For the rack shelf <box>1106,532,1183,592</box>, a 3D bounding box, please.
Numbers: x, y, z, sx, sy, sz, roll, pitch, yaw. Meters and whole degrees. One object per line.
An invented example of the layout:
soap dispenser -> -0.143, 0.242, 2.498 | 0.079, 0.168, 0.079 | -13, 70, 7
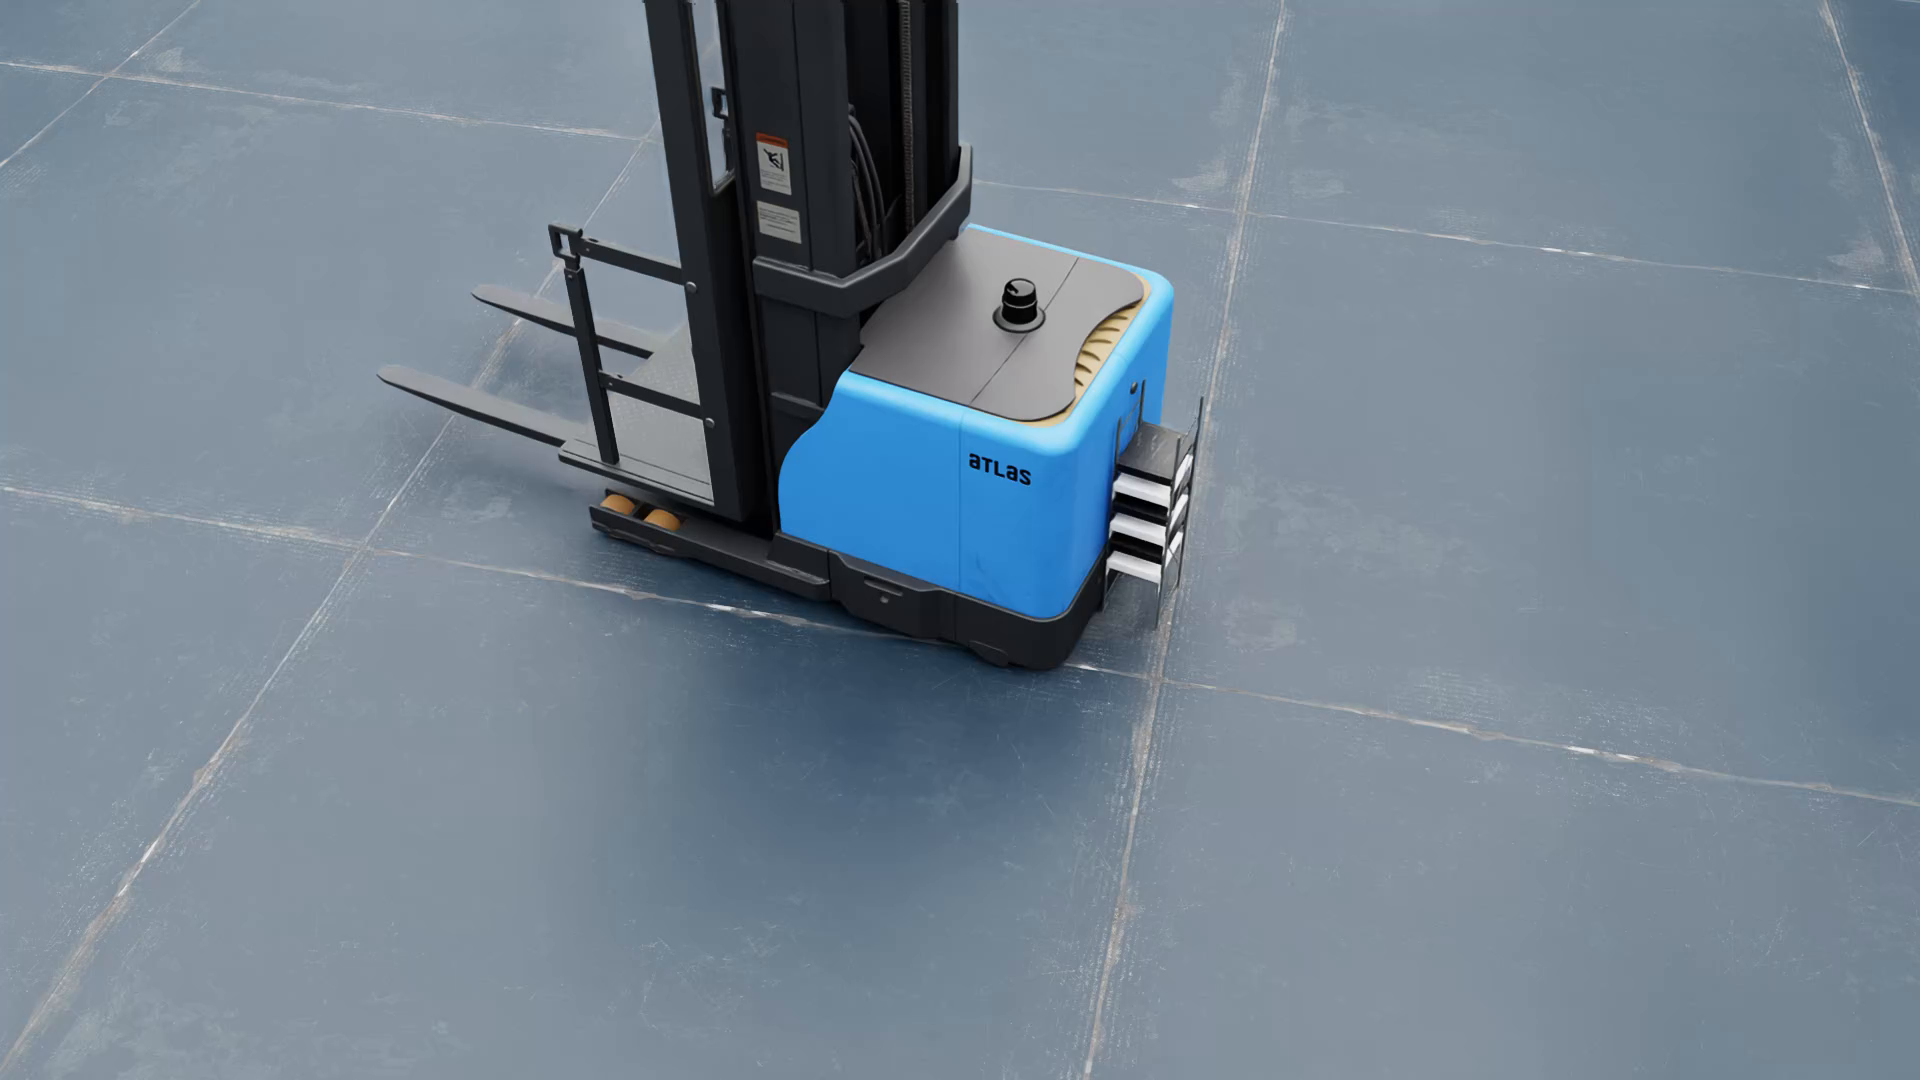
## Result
rack shelf -> 0.654, 0.048, 5.859 | 0.200, 0.077, 0.258 | 18, 47, 18

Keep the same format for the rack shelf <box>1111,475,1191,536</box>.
rack shelf -> 0.654, -0.147, 5.672 | 0.200, 0.077, 0.258 | 18, 47, 18

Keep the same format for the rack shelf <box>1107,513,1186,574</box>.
rack shelf -> 0.654, -0.017, 5.797 | 0.200, 0.077, 0.258 | 18, 47, 18

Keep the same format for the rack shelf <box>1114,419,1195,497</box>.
rack shelf -> 0.654, -0.277, 5.547 | 0.200, 0.077, 0.258 | 18, 47, 18

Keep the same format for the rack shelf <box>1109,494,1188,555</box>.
rack shelf -> 0.654, -0.082, 5.734 | 0.200, 0.077, 0.258 | 18, 47, 18

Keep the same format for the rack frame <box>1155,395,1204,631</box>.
rack frame -> 0.746, -0.076, 5.680 | 0.006, 0.900, 0.240 | 18, 47, 18

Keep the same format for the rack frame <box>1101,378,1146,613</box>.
rack frame -> 0.563, -0.136, 5.743 | 0.006, 0.900, 0.240 | 18, 47, 18

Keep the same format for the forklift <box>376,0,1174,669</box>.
forklift -> -0.816, -1.315, 5.503 | 3.031, 2.935, 1.130 | 18, 47, 18

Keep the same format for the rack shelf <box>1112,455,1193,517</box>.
rack shelf -> 0.654, -0.212, 5.610 | 0.200, 0.077, 0.258 | 18, 47, 18

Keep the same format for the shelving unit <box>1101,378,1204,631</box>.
shelving unit -> 0.654, -0.106, 5.711 | 0.210, 0.900, 0.258 | 18, 47, 18
